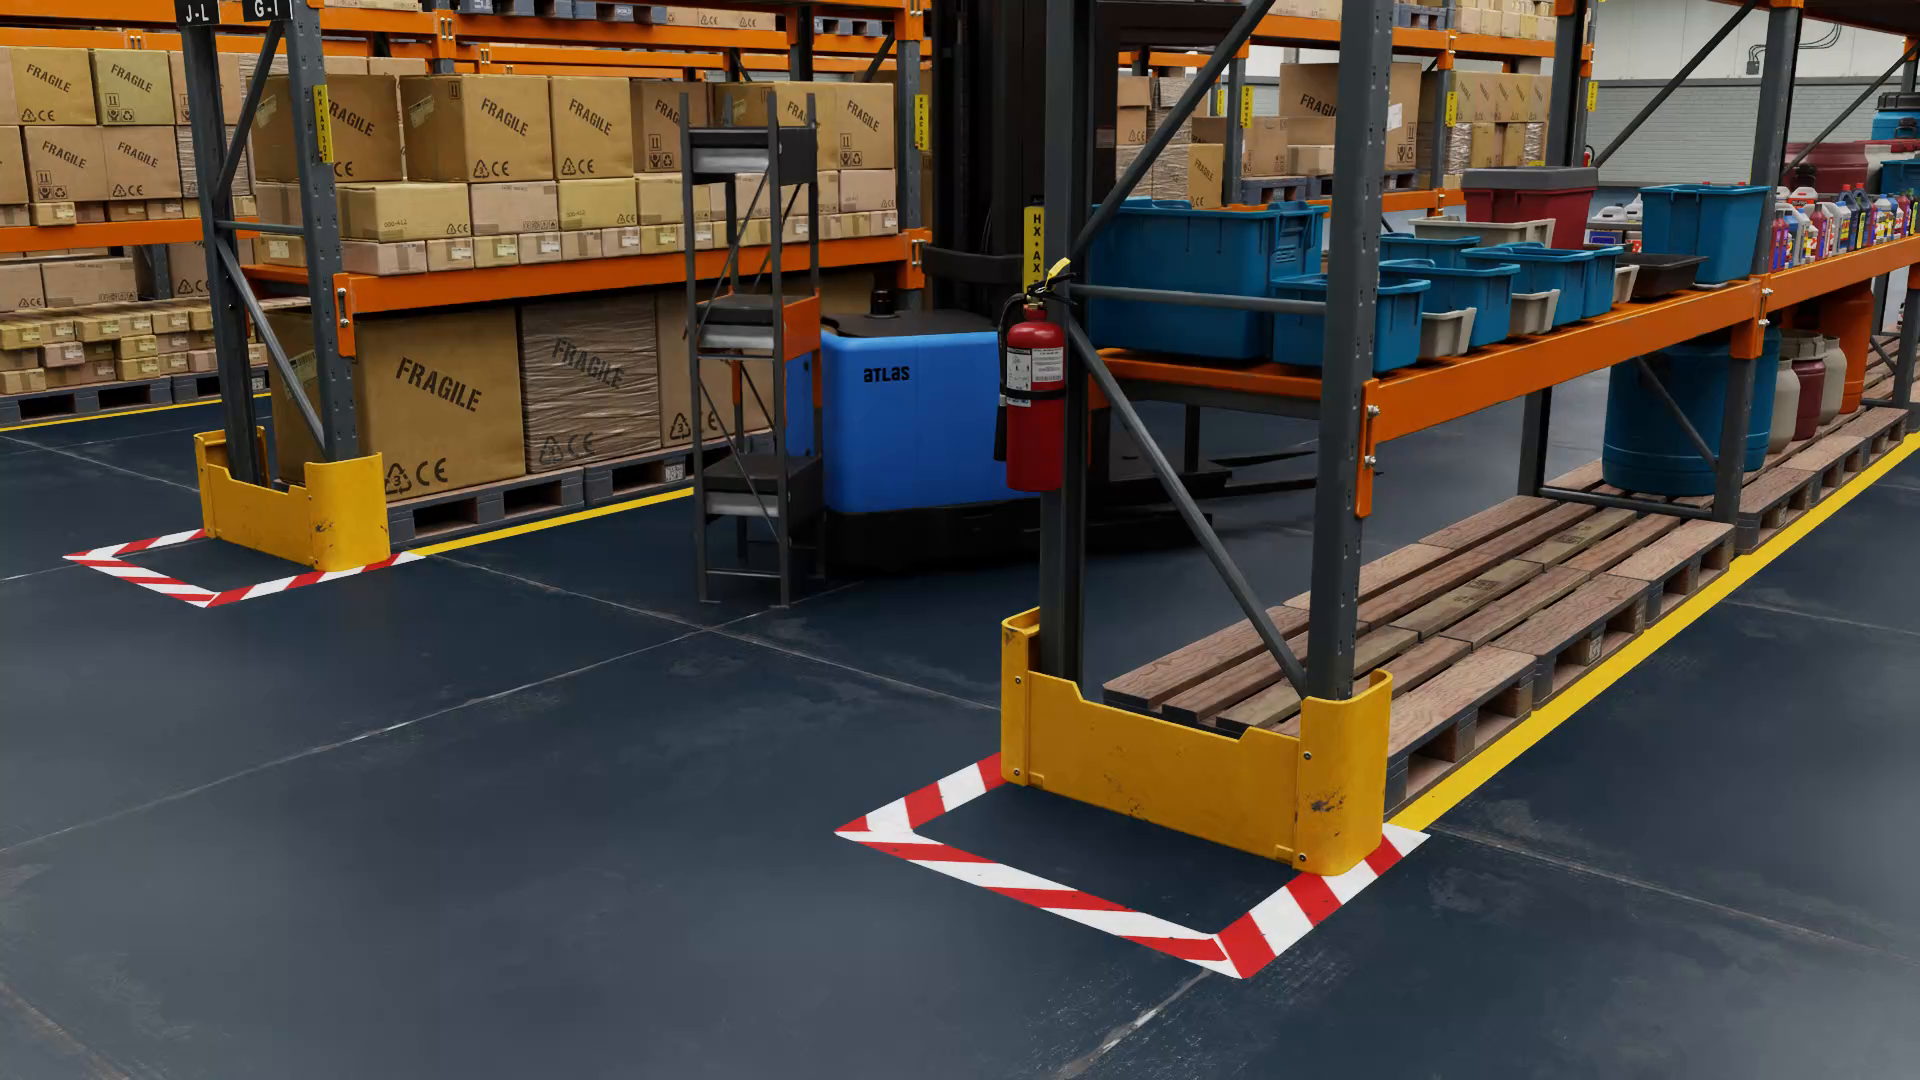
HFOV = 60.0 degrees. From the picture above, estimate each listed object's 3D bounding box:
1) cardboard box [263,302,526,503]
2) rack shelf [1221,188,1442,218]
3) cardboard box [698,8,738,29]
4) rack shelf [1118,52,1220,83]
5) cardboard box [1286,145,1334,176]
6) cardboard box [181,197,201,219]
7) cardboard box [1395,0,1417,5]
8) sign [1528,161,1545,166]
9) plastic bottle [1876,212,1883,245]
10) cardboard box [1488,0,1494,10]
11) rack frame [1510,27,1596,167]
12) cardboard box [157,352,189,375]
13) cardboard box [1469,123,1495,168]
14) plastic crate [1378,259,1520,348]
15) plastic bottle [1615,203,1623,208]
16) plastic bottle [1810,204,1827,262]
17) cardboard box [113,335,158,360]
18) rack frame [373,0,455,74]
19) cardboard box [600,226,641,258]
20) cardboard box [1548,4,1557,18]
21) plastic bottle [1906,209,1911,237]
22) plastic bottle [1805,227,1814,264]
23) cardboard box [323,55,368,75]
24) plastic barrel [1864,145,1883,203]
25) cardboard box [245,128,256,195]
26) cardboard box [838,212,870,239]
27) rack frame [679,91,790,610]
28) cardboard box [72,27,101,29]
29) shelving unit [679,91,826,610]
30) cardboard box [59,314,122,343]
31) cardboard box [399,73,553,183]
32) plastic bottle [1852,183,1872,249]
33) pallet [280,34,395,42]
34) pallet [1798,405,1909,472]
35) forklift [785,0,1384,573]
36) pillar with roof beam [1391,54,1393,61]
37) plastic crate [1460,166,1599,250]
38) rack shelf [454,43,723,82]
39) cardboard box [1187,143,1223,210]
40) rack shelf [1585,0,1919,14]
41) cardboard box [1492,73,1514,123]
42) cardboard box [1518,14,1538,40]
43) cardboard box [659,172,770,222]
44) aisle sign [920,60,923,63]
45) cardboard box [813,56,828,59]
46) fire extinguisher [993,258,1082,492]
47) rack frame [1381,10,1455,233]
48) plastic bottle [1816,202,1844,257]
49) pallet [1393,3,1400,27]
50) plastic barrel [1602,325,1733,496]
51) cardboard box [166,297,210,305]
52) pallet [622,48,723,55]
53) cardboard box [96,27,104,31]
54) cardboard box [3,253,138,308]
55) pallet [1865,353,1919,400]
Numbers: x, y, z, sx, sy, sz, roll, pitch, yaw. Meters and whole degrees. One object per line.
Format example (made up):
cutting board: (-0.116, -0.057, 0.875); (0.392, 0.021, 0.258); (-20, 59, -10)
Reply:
cardboard box: (-2.843, -0.737, 8.395); (0.875, 0.875, 0.875); (11, 18, 38)
rack shelf: (3.102, -2.995, 15.281); (1.077, 0.370, 4.000); (11, 18, 38)
cardboard box: (-2.415, -5.003, 15.430); (0.500, 0.500, 0.500); (11, 18, 38)
rack shelf: (1.822, -6.002, 21.024); (1.077, 0.370, 4.000); (11, 18, 38)
cardboard box: (3.077, -3.377, 14.774); (0.500, 0.250, 0.500); (11, 18, 36)
cardboard box: (-5.578, -2.411, 12.034); (0.380, 0.149, 0.250); (12, 19, 40)
cardboard box: (3.987, -5.359, 15.972); (0.797, 0.503, 0.637); (10, 17, 35)
sign: (2.757, -1.648, 7.954); (0.100, 0.325, 0.005); (11, 18, 38)
plastic bottle: (5.176, -1.779, 9.437); (0.097, 0.201, 0.097); (0, 14, 0)
cardboard box: (5.225, -5.479, 17.002); (0.380, 0.149, 0.250); (12, 19, 39)
rack frame: (6.873, -4.493, 19.715); (1.000, 3.000, 0.127); (11, 18, 38)
cardboard box: (-5.816, -1.295, 12.065); (0.380, 0.149, 0.250); (11, 18, 38)
cardboard box: (5.032, -4.086, 17.308); (0.875, 0.500, 0.500); (11, 18, 38)
plastic crate: (1.494, -0.732, 5.131); (0.416, 0.233, 0.300); (11, 18, 38)
plastic bottle: (3.290, -1.548, 8.362); (0.061, 0.283, 0.133); (11, 18, 38)
plastic bottle: (4.304, -1.546, 8.352); (0.061, 0.283, 0.133); (11, 18, 38)
cardboard box: (-5.902, -1.378, 11.790); (0.380, 0.149, 0.250); (12, 19, 39)
rack frame: (-4.463, -2.981, 13.766); (1.000, 3.000, 0.127); (11, 18, 38)
cardboard box: (-1.897, -1.570, 8.722); (0.380, 0.149, 0.250); (11, 18, 37)
cardboard box: (6.461, -5.813, 18.314); (0.380, 0.149, 0.250); (11, 18, 38)
plastic bottle: (5.688, -1.935, 10.051); (0.097, 0.201, 0.097); (0, 14, 0)
plastic bottle: (4.156, -1.468, 8.213); (0.097, 0.201, 0.097); (0, 14, 0)
cardboard box: (-4.869, -3.427, 12.682); (0.500, 0.500, 0.500); (11, 18, 36)
plastic barrel: (6.178, -2.478, 11.559); (0.421, 0.512, 0.421); (0, 14, 0)
cardboard box: (-5.189, -2.843, 12.416); (0.500, 0.500, 0.500); (11, 18, 37)
cardboard box: (-0.768, -1.914, 10.076); (0.380, 0.149, 0.250); (12, 18, 39)
rack frame: (-0.911, -0.739, 6.767); (0.400, 2.100, 0.015); (3, 15, 13)
cardboard box: (-10.797, -6.373, 20.481); (0.380, 0.149, 0.250); (12, 18, 39)
shelving unit: (-0.855, -0.797, 6.997); (0.431, 2.100, 0.503); (3, 15, 13)
cardboard box: (-6.046, -1.473, 11.558); (0.380, 0.149, 0.250); (11, 18, 37)
cardboard box: (-2.357, -2.009, 8.117); (0.500, 0.500, 0.500); (11, 18, 36)
plastic bottle: (4.924, -1.784, 9.152); (0.144, 0.351, 0.185); (11, 18, 38)
pallet: (-6.927, -5.510, 18.012); (1.003, 0.211, 1.213); (12, 19, 40)
pallet: (5.234, -0.685, 10.391); (1.003, 0.211, 1.213); (11, 18, 38)
forklift: (0.672, -1.488, 8.028); (3.031, 2.935, 1.130); (-6, 15, -22)
pillar with roof beam: (16.367, -14.786, 48.052); (9.100, 9.000, 0.400); (11, 18, 38)
plastic crate: (2.427, -1.356, 7.116); (0.402, 0.464, 0.583); (11, 18, 38)
rack shelf: (-4.606, -5.982, 20.948); (1.077, 0.370, 4.000); (11, 18, 38)
cardboard box: (1.728, -2.876, 13.149); (0.500, 0.500, 0.500); (12, 19, 39)
rack shelf: (4.440, -2.916, 8.879); (1.077, 0.370, 4.000); (11, 18, 38)
cardboard box: (5.467, -4.642, 17.467); (0.500, 0.500, 0.500); (11, 18, 38)
cardboard box: (5.815, -5.452, 17.704); (0.500, 0.250, 0.500); (11, 18, 37)
cardboard box: (-1.386, -1.943, 9.382); (0.500, 0.250, 0.500); (12, 18, 39)
aisle sign: (-0.570, -7.253, 25.302); (0.394, 0.787, 0.004); (11, 18, 38)
cardboard box: (-2.084, -6.847, 23.402); (0.380, 0.149, 0.250); (11, 18, 36)
fire extinguisher: (0.221, -0.485, 4.855); (0.296, 0.674, 0.183); (11, 18, 38)
rack frame: (4.359, -3.726, 16.700); (1.000, 3.000, 0.127); (11, 18, 38)
plastic bottle: (4.498, -1.619, 8.657); (0.152, 0.276, 0.135); (11, 18, 38)
pallet: (3.239, -4.788, 15.169); (1.213, 0.211, 1.003); (11, 18, 38)
plastic barrel: (3.539, -0.716, 8.258); (0.600, 0.901, 0.708); (11, 18, 38)
cardboard box: (-5.843, -1.762, 12.697); (0.380, 0.149, 0.250); (11, 18, 38)
pallet: (-3.820, -6.521, 21.990); (1.213, 0.211, 1.003); (11, 18, 38)
cardboard box: (-10.964, -6.564, 21.271); (0.380, 0.149, 0.250); (11, 18, 37)
cardboard box: (-8.855, -2.586, 16.562); (0.875, 0.438, 0.875); (11, 18, 37)
pallet: (6.982, -1.217, 12.487); (1.003, 0.211, 1.213); (11, 18, 38)
